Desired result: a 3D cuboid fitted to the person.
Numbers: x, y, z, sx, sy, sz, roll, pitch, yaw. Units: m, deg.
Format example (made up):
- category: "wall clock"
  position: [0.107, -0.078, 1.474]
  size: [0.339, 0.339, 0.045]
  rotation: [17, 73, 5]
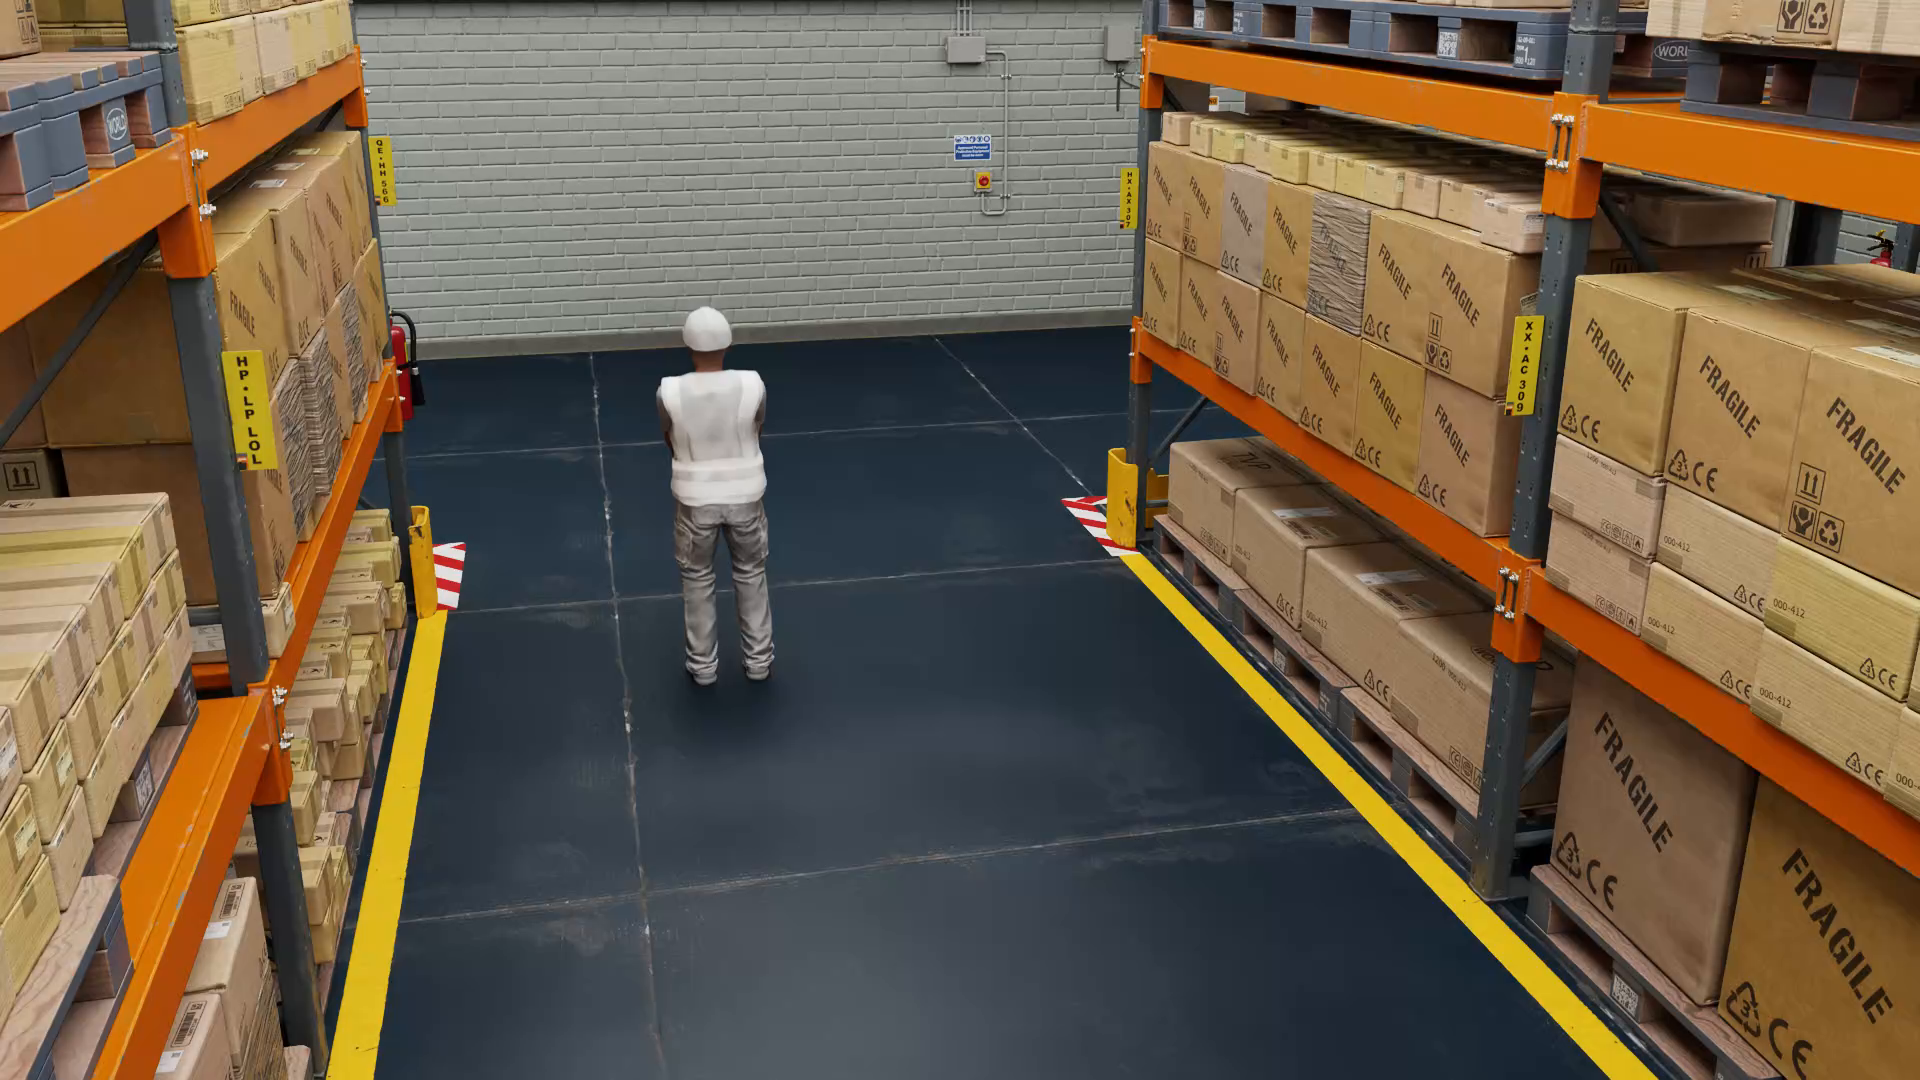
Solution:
- category: "person"
  position: [-1.134, -0.227, 7.689]
  size: [0.487, 1.778, 0.573]
  rotation: [-4, 20, -12]
